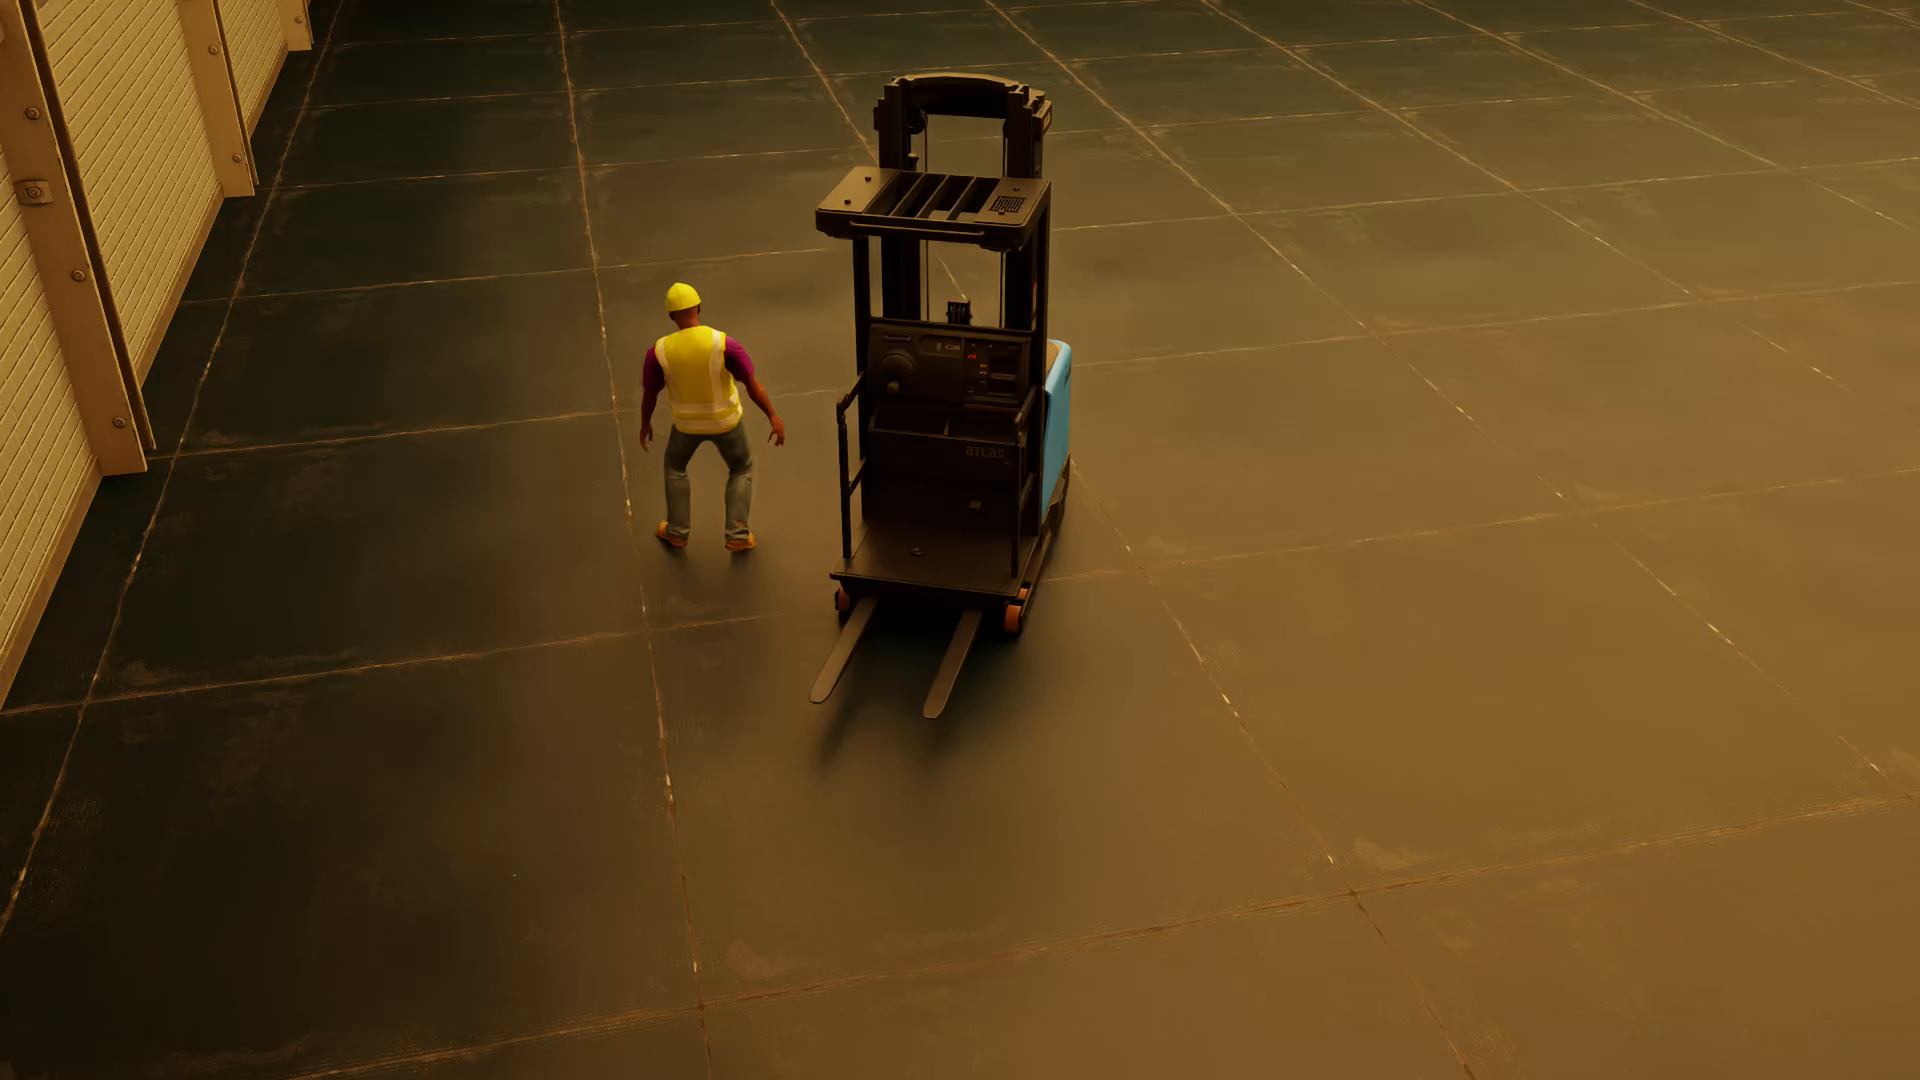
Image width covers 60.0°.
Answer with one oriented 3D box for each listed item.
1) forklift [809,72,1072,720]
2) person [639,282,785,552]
[{"bbox_3d":[-0.111,-0.939,9.197,1.130,2.935,3.031,7,31,11],"label":"forklift"},{"bbox_3d":[-1.510,-0.726,10.075,0.918,1.688,0.494,2,30,4],"label":"person"}]
